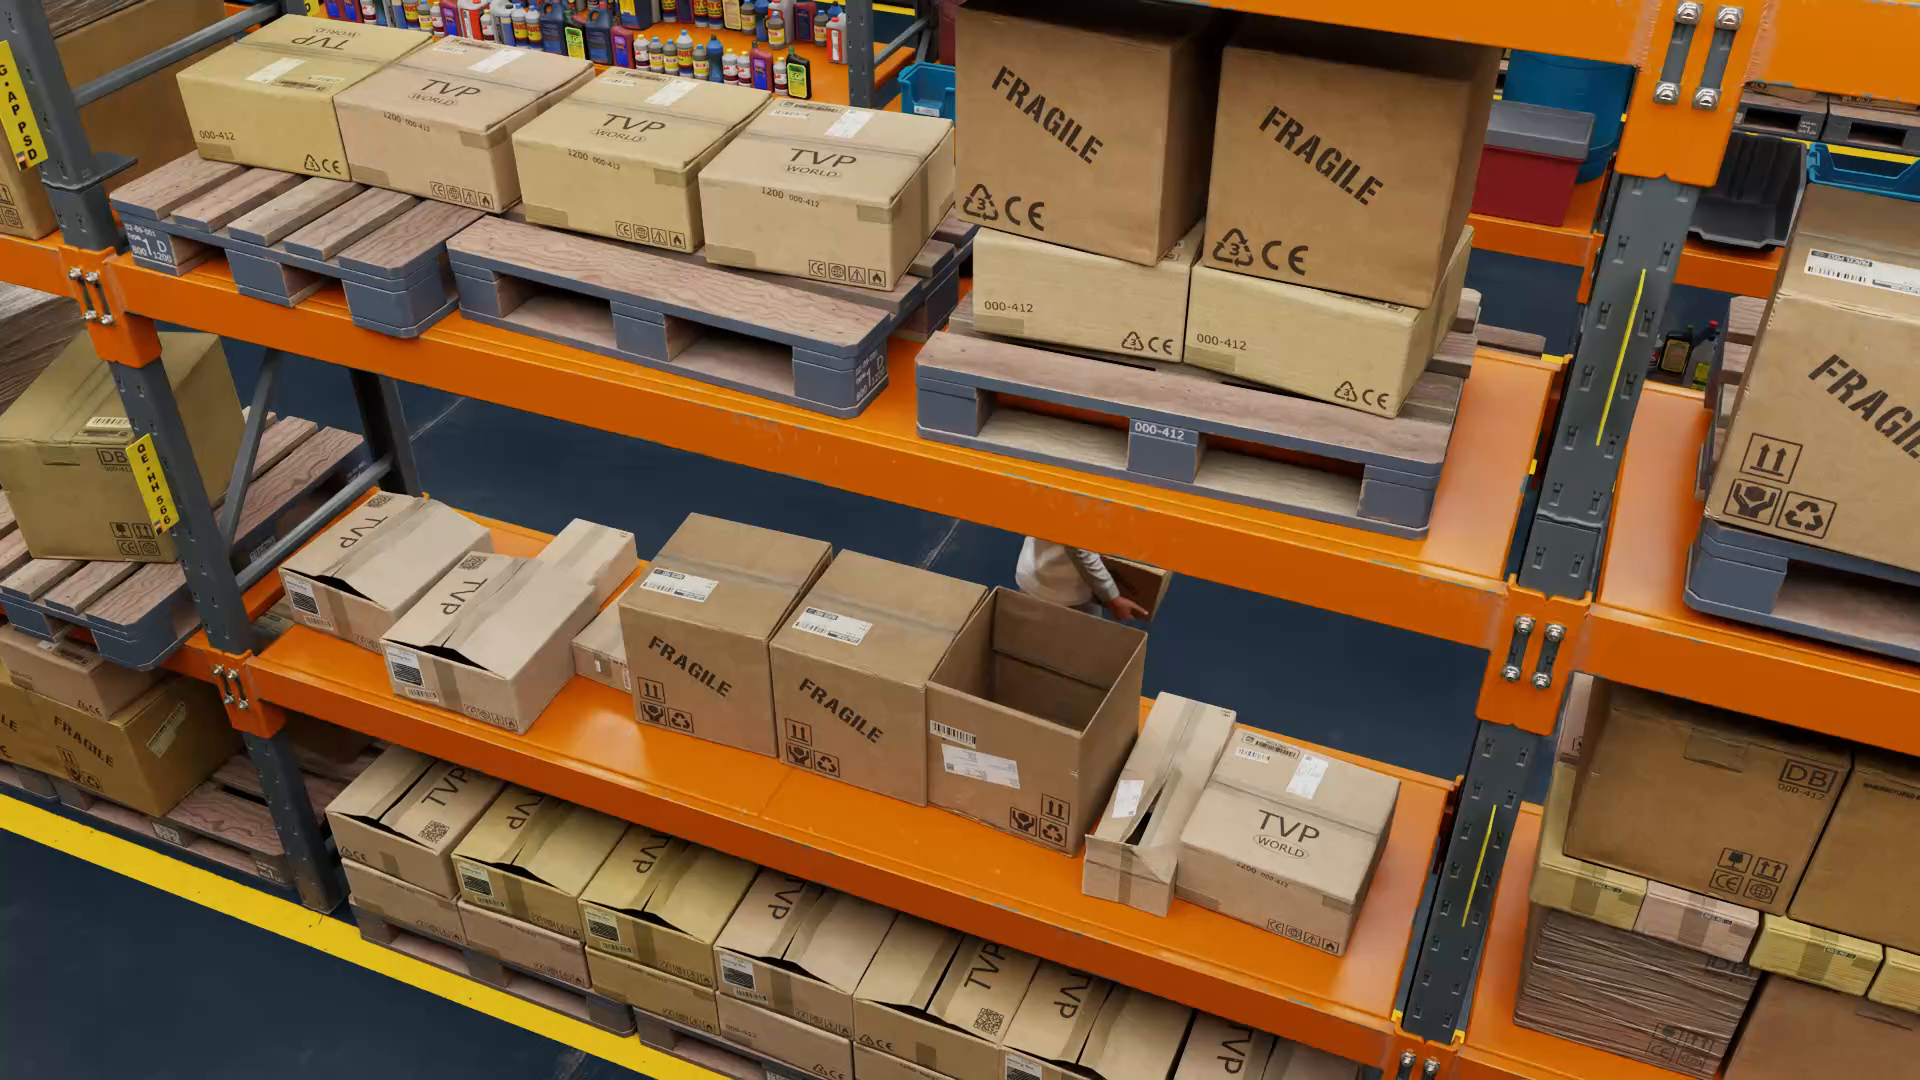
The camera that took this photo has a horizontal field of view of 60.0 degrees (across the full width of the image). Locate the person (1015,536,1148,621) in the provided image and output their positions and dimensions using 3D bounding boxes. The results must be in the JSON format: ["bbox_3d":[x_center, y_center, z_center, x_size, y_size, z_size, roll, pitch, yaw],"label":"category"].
[{"bbox_3d":[0.518,0.159,6.593,0.558,1.772,0.495,14,39,17],"label":"person"}]
